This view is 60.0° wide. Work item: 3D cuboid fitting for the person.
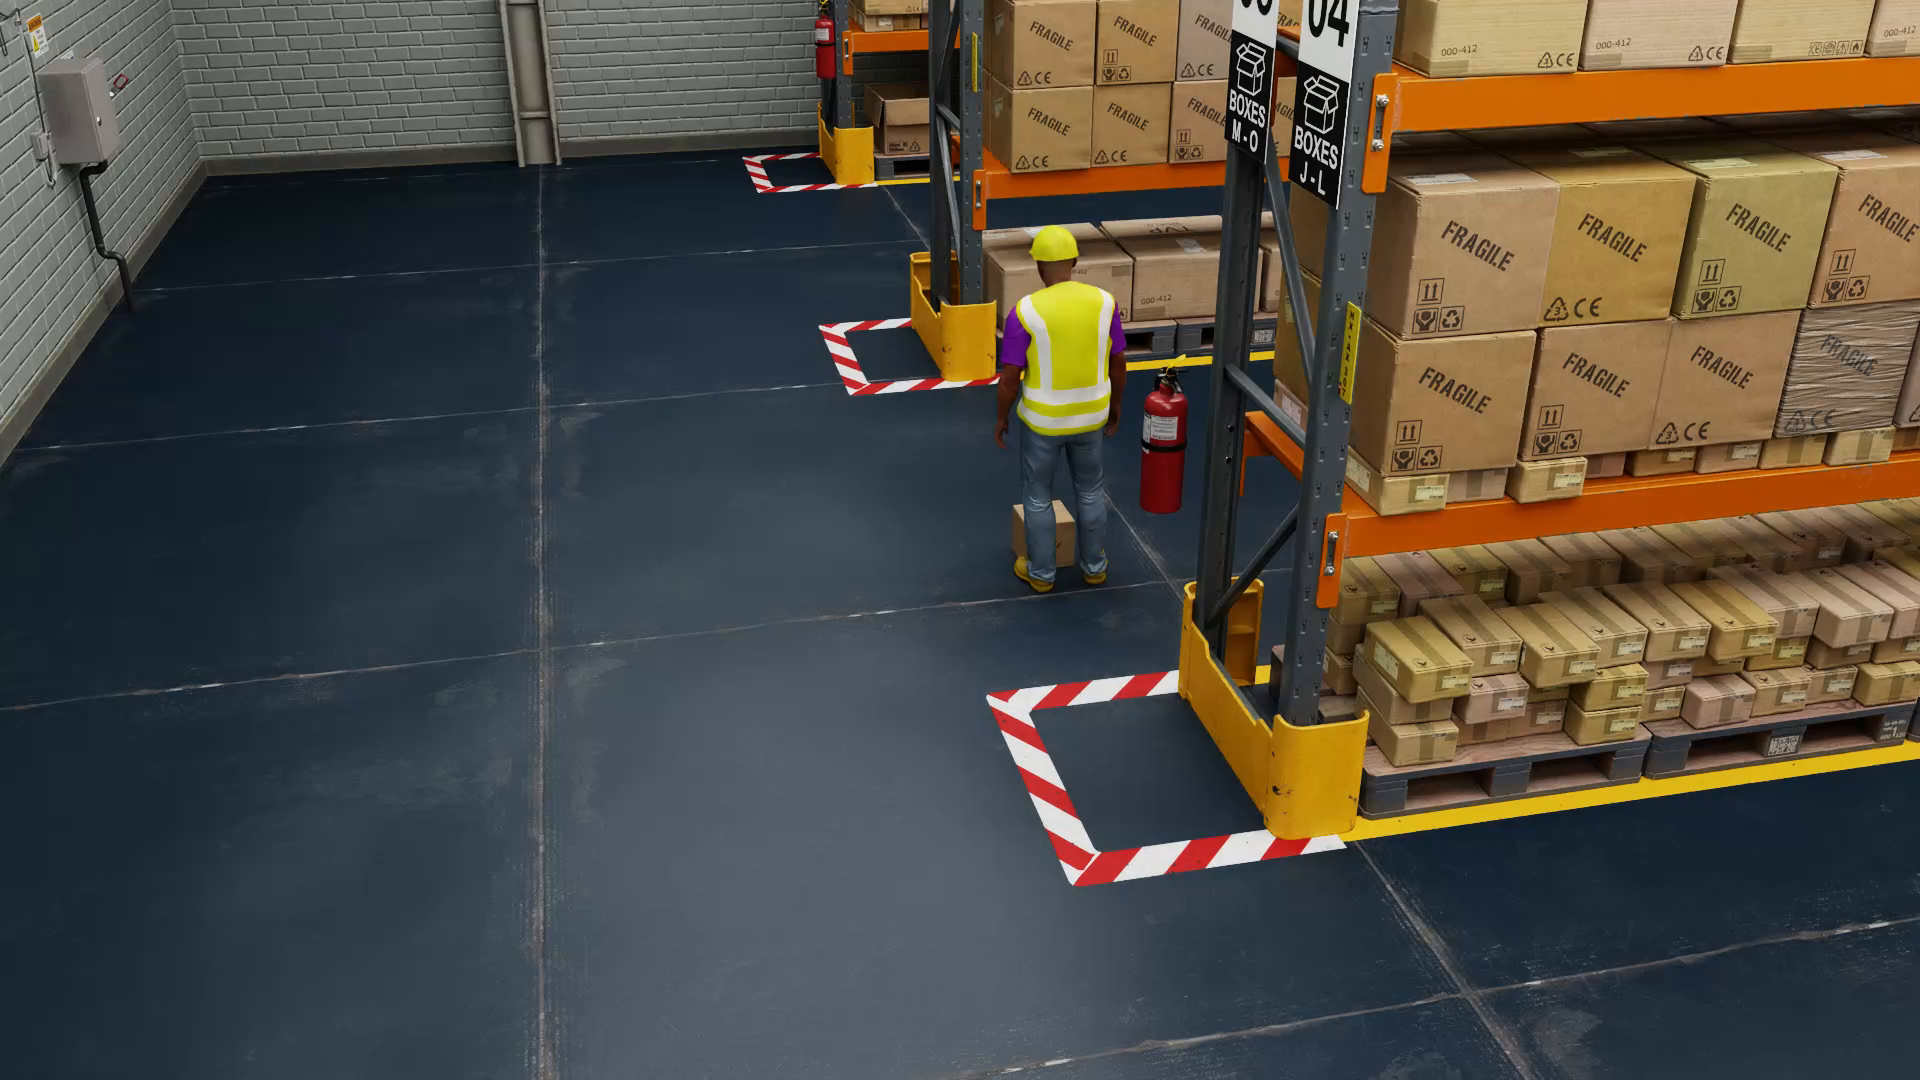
[{"bbox_3d":[0.466,-0.597,7.788,0.635,1.761,0.455,-7,28,-14],"label":"person"}]
